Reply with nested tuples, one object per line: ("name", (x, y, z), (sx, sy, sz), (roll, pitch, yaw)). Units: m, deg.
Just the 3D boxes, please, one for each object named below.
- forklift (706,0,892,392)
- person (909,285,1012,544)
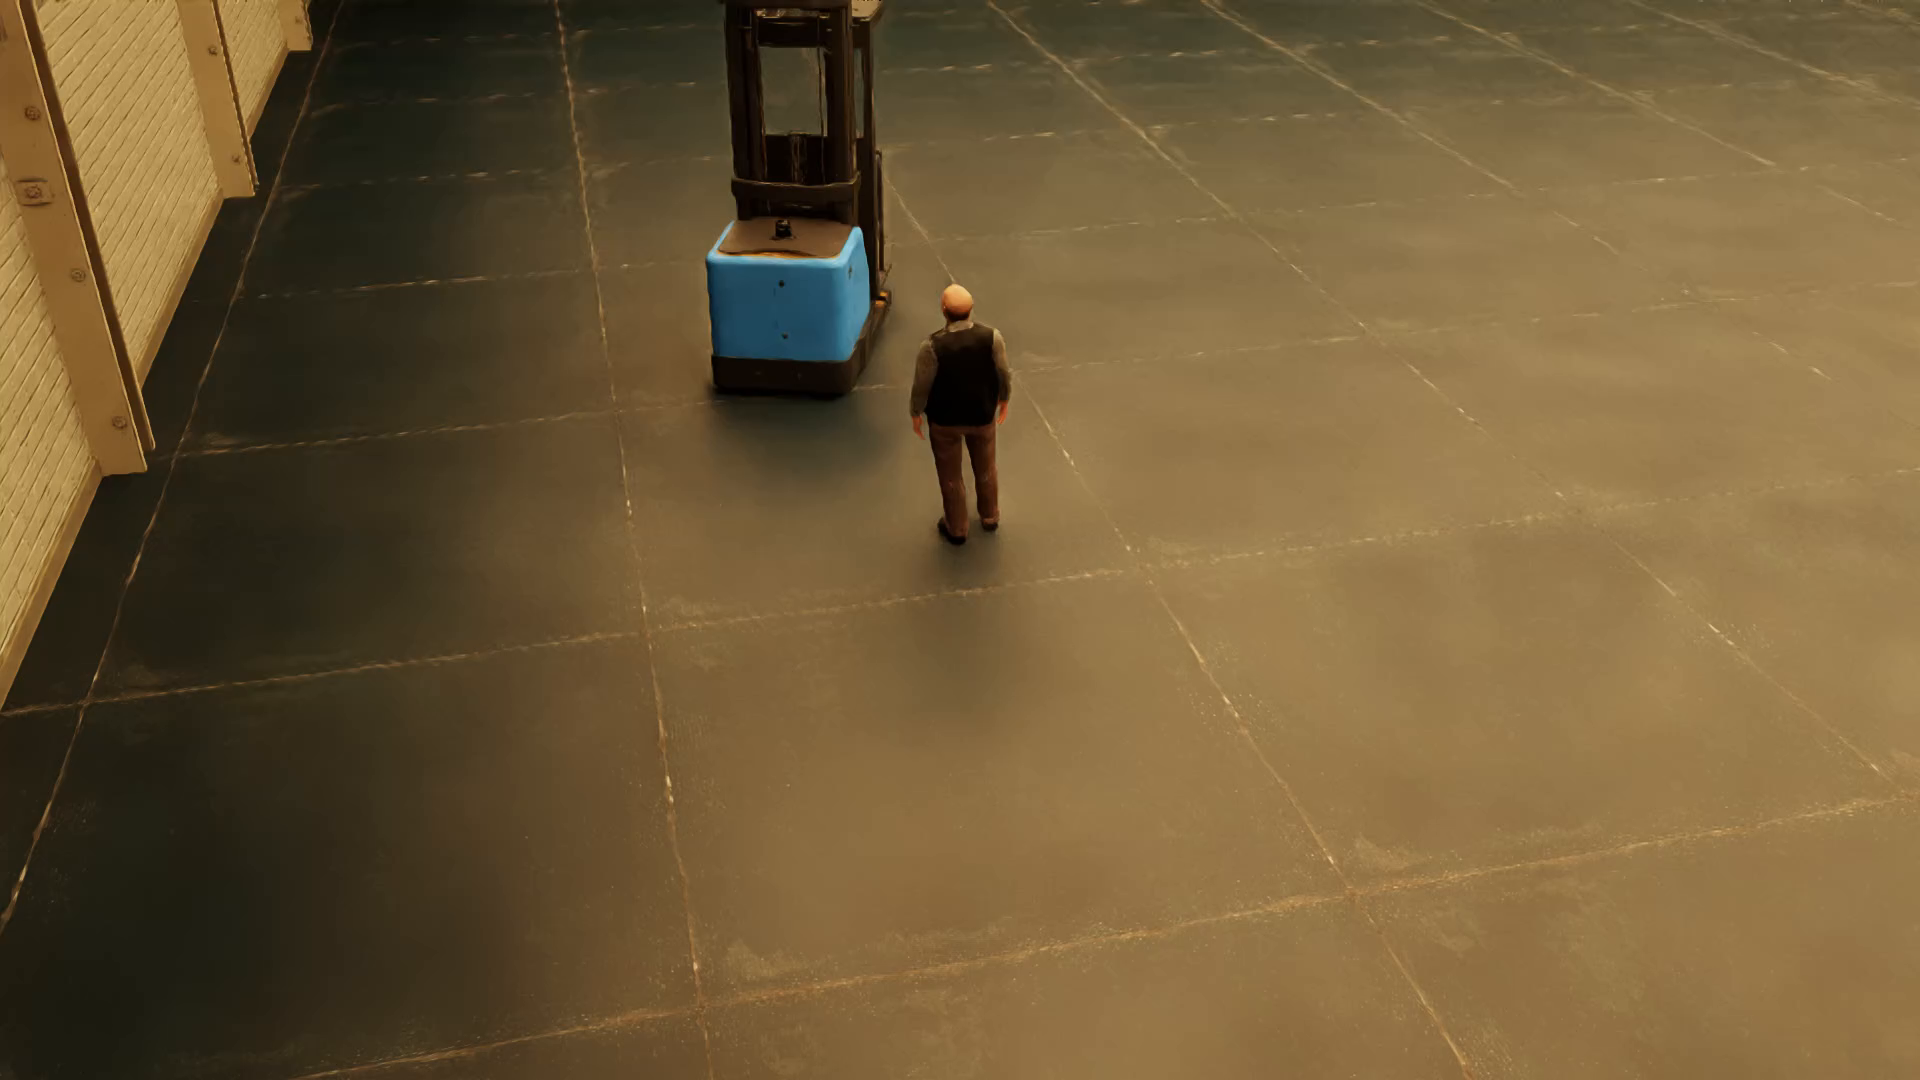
("forklift", (-1.159, -3.071, 12.880), (1.130, 2.935, 3.031), (3, 30, 6))
("person", (-0.007, -0.782, 10.119), (0.632, 1.720, 0.567), (-7, 31, -12))
